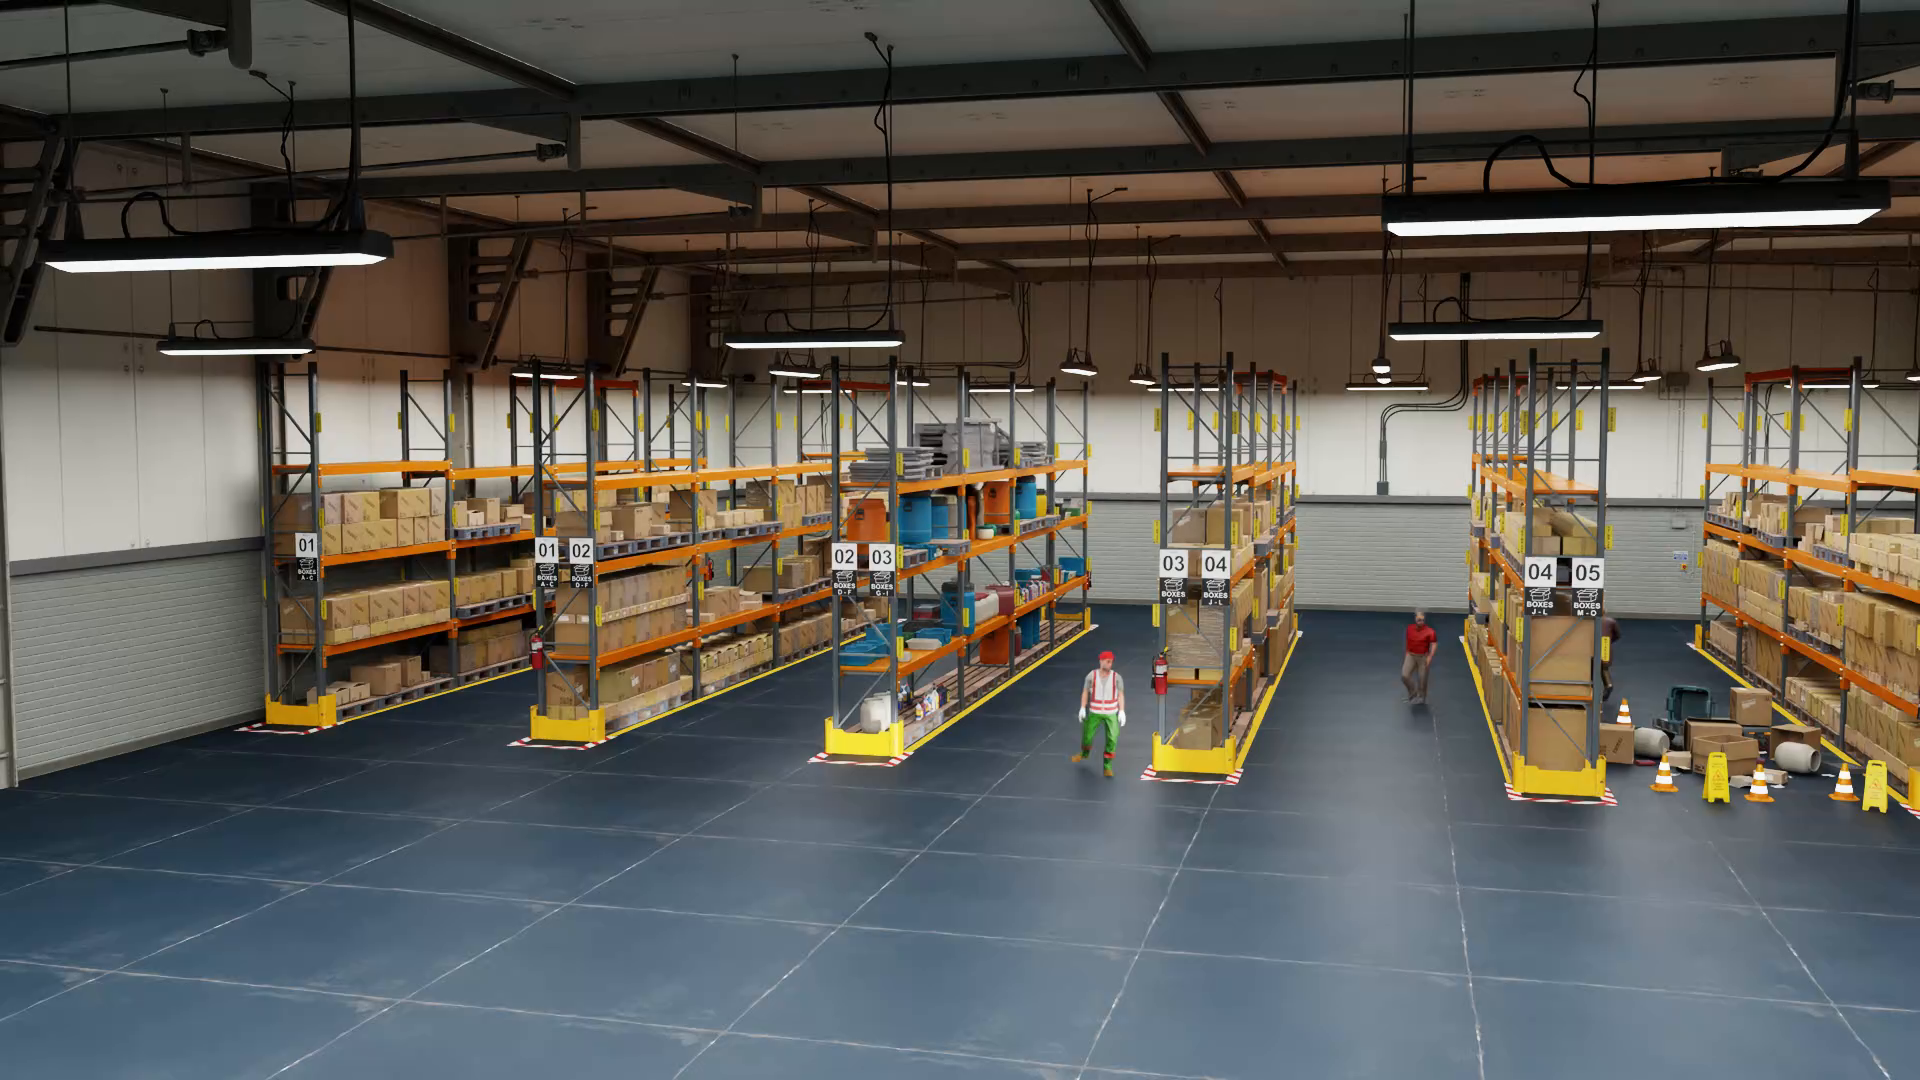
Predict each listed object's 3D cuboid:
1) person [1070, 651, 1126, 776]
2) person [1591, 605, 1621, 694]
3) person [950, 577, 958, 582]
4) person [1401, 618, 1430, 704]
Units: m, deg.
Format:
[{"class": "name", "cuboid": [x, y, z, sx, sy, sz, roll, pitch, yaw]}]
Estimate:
[{"class": "person", "cuboid": [1.960, 2.450, 23.725, 0.804, 1.762, 0.625, 0, 4, 6]}, {"class": "person", "cuboid": [11.577, 1.993, 29.987, 0.705, 1.656, 0.805, 1, 4, 7]}, {"class": "person", "cuboid": [-0.044, 1.603, 37.145, 0.602, 1.576, 0.800, 1, 4, 7]}, {"class": "person", "cuboid": [8.097, 2.129, 29.451, 0.478, 1.580, 0.618, 2, 5, 31]}]
